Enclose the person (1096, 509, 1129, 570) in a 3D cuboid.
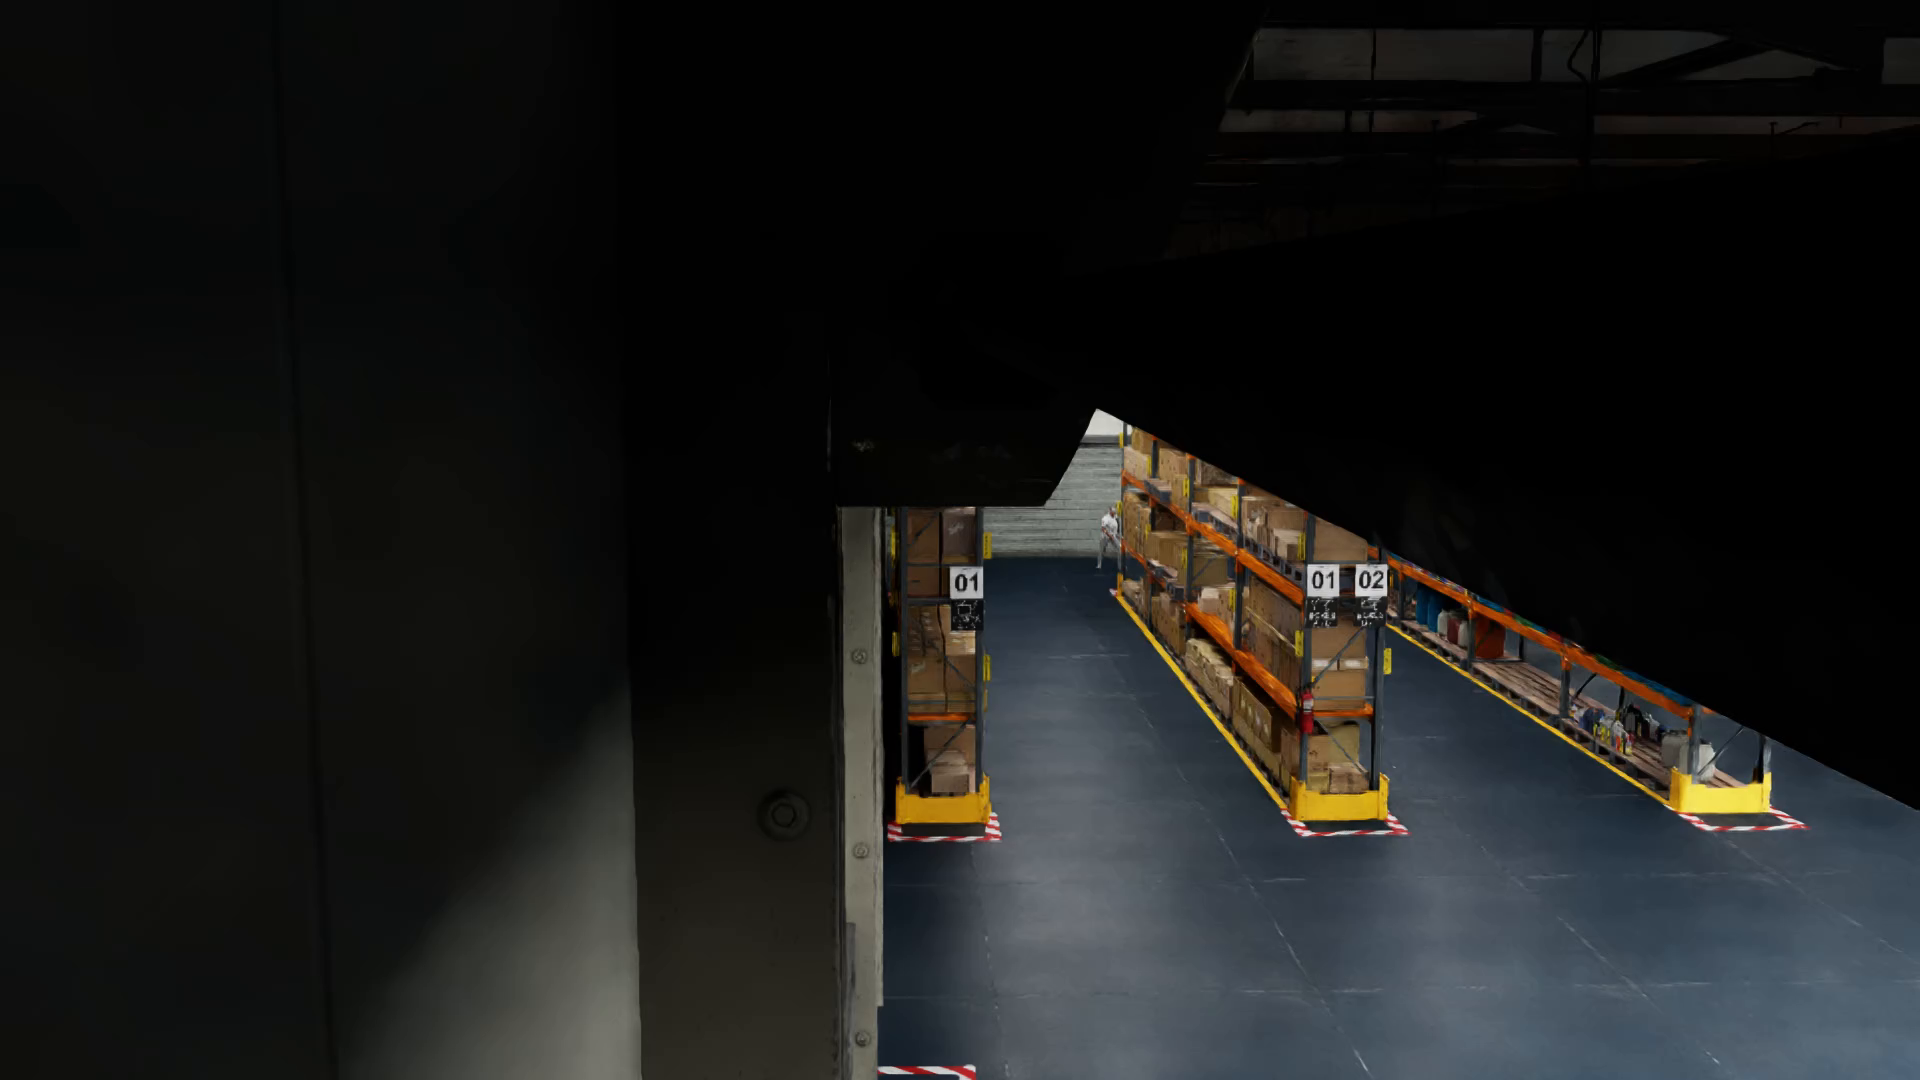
[{"bbox_3d":[3.623,-0.072,39.947,0.624,1.599,0.776,-3,9,-22],"label":"person"}]
